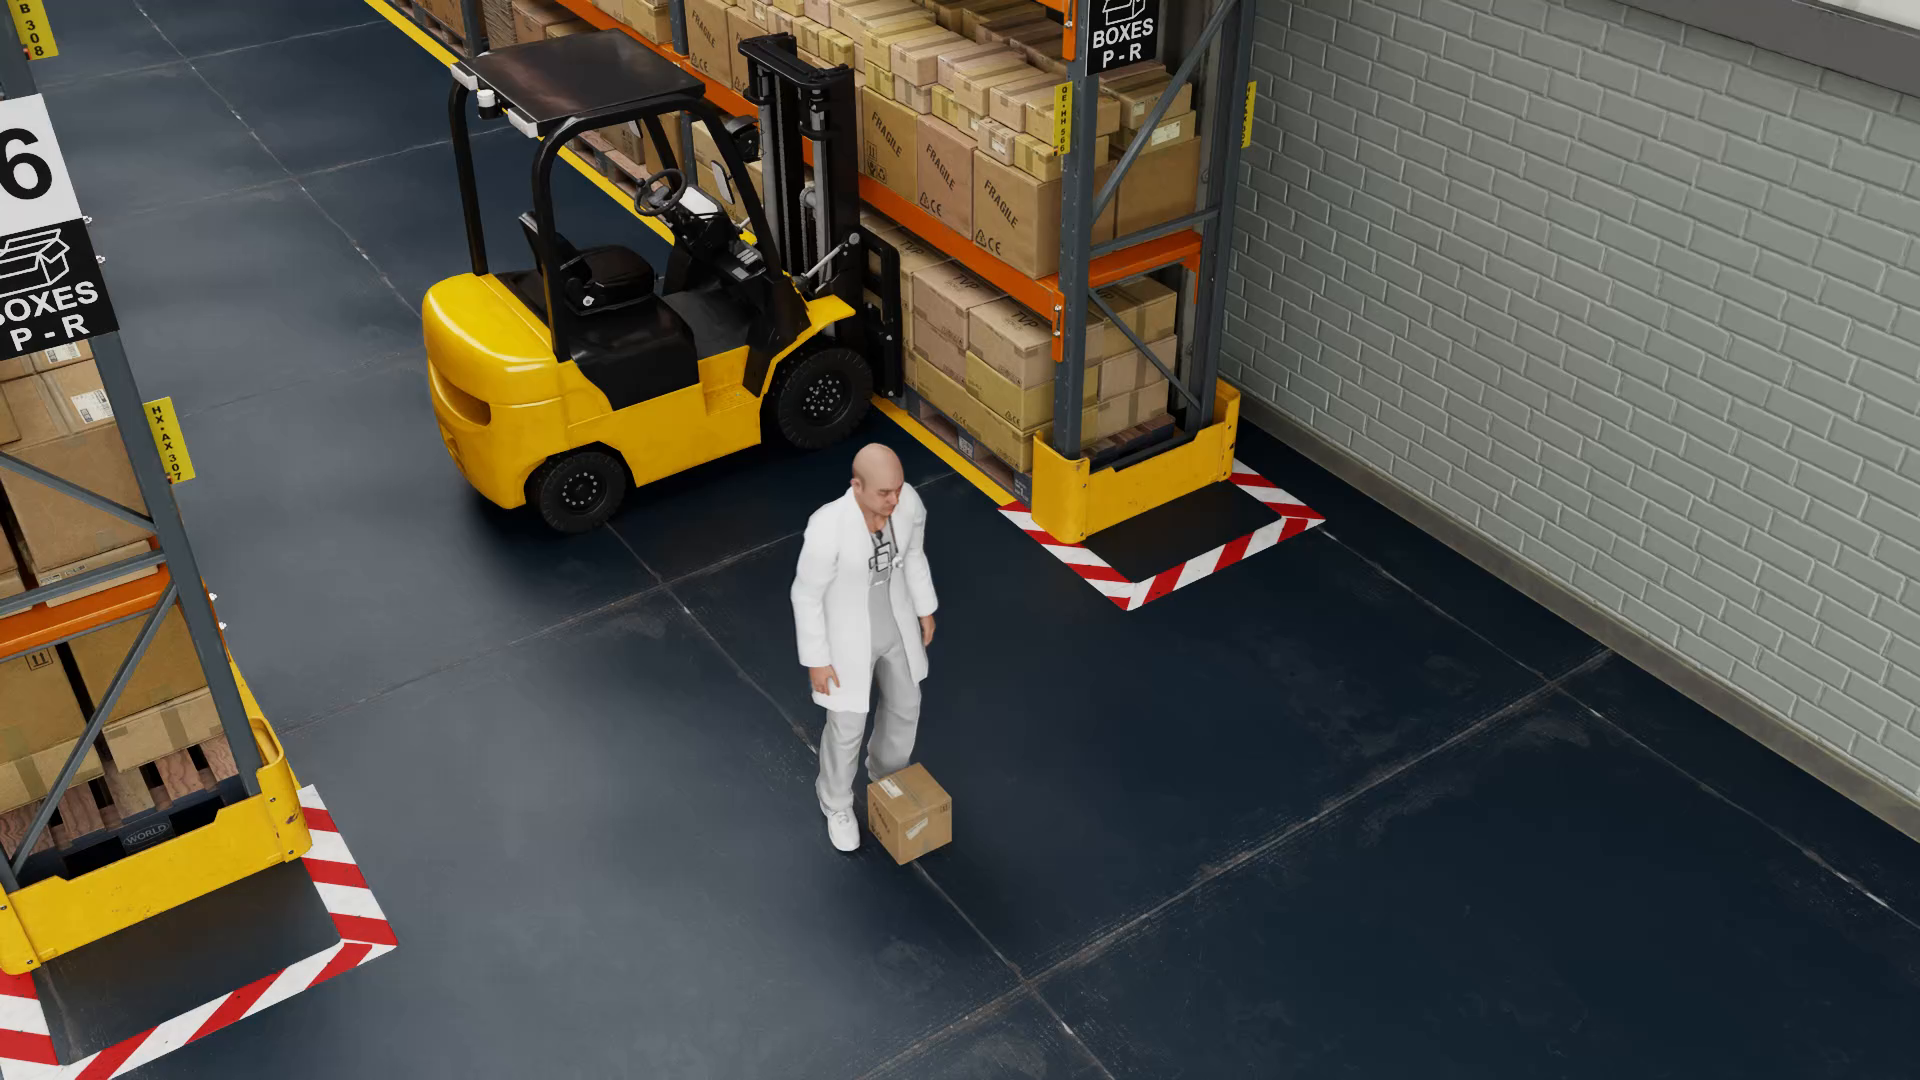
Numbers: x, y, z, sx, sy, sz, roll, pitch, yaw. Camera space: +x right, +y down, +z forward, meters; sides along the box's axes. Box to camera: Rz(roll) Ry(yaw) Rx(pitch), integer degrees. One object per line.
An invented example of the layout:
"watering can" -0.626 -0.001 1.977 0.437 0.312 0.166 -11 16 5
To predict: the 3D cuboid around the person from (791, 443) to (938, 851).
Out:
"person" -0.348 0.377 6.497 0.645 1.772 0.429 -25 43 -30
